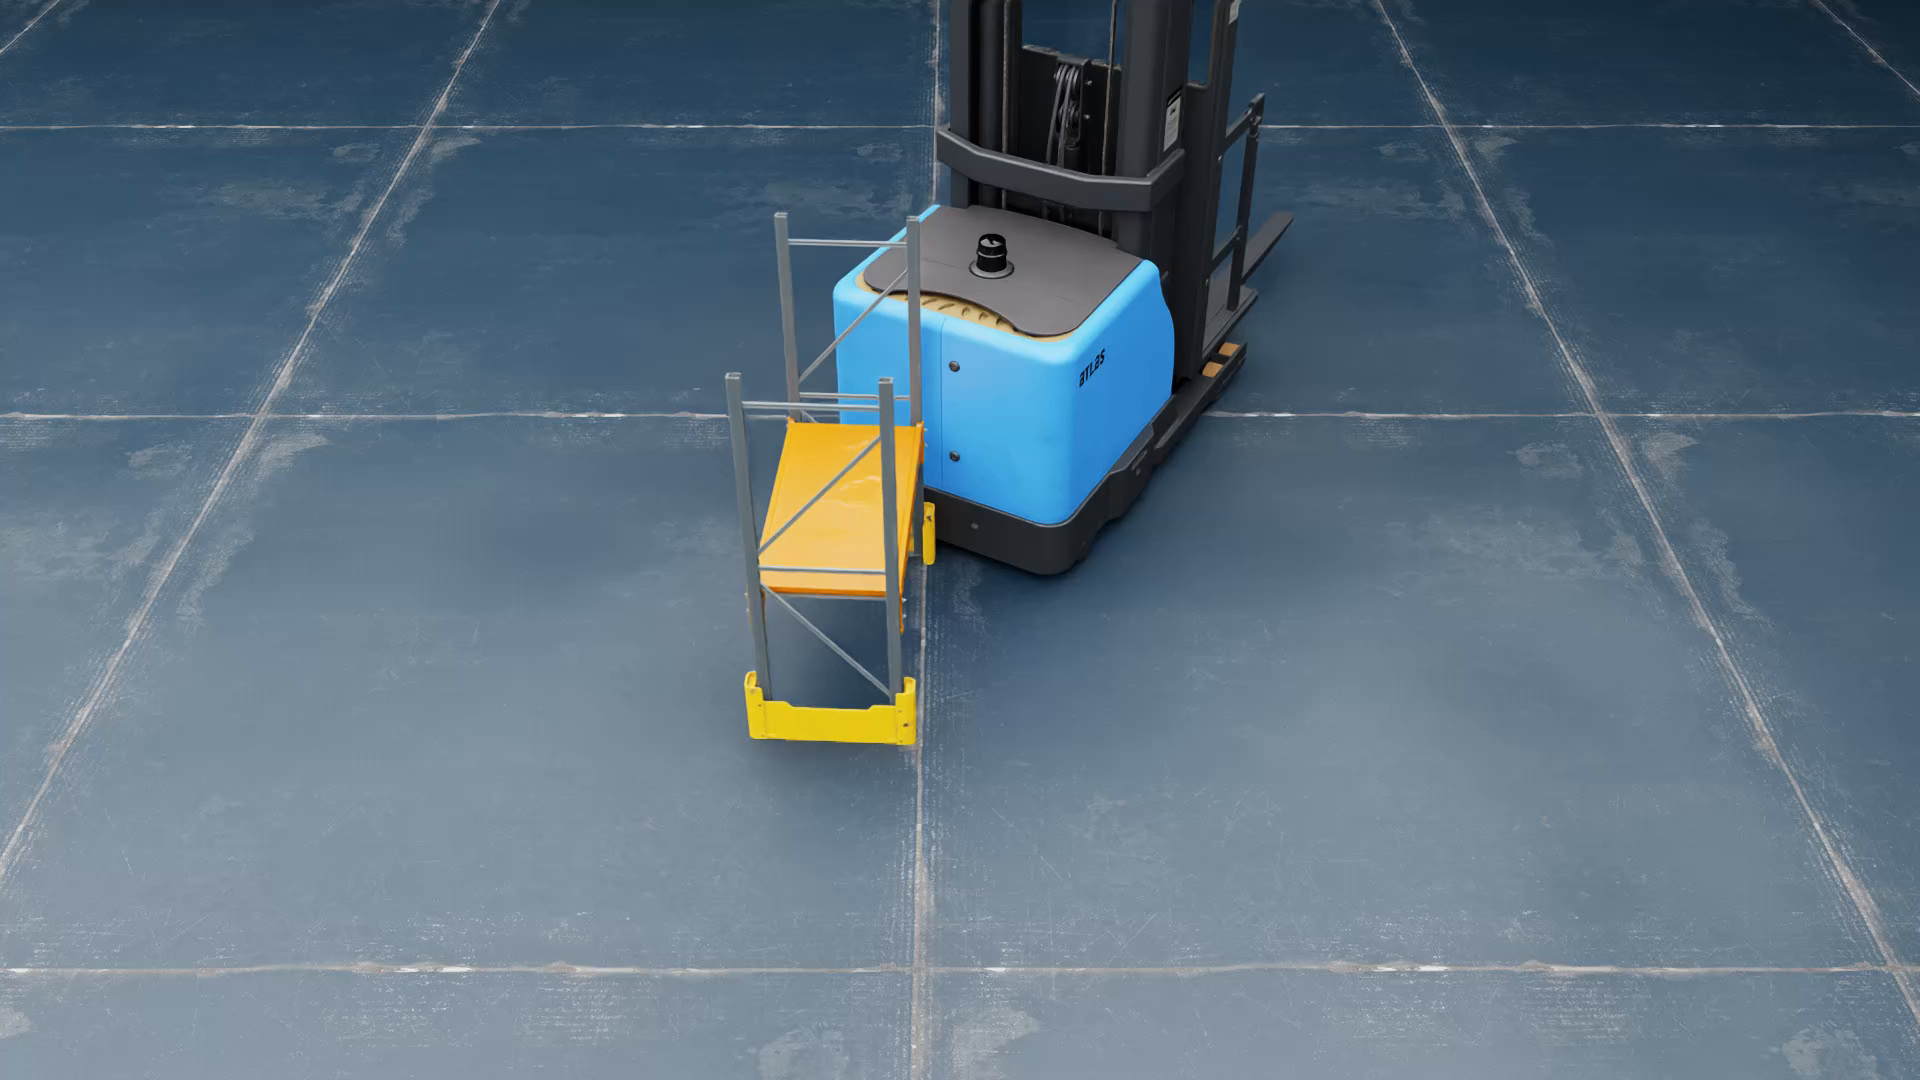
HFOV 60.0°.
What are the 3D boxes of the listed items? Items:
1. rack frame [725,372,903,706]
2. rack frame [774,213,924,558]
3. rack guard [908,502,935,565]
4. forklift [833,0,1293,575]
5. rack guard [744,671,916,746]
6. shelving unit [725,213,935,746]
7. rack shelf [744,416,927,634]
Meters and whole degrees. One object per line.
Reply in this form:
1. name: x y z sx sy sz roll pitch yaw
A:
1. rack frame: -0.449 0.102 5.423 0.500 1.500 0.032 2 39 3
2. rack frame: -0.392 -0.533 6.215 0.500 1.500 0.032 2 39 3
3. rack guard: -0.393 -0.033 6.591 0.587 0.250 0.087 2 39 3
4. forklift: 0.666 -1.912 6.792 1.130 2.935 3.031 19 43 22
5. rack guard: -0.449 0.589 5.815 0.587 0.250 0.087 2 39 3
6. shelving unit: -0.421 -0.209 5.812 0.587 1.500 1.083 2 39 3
7. rack shelf: -0.421 -0.075 5.932 0.538 0.185 1.000 2 39 3
